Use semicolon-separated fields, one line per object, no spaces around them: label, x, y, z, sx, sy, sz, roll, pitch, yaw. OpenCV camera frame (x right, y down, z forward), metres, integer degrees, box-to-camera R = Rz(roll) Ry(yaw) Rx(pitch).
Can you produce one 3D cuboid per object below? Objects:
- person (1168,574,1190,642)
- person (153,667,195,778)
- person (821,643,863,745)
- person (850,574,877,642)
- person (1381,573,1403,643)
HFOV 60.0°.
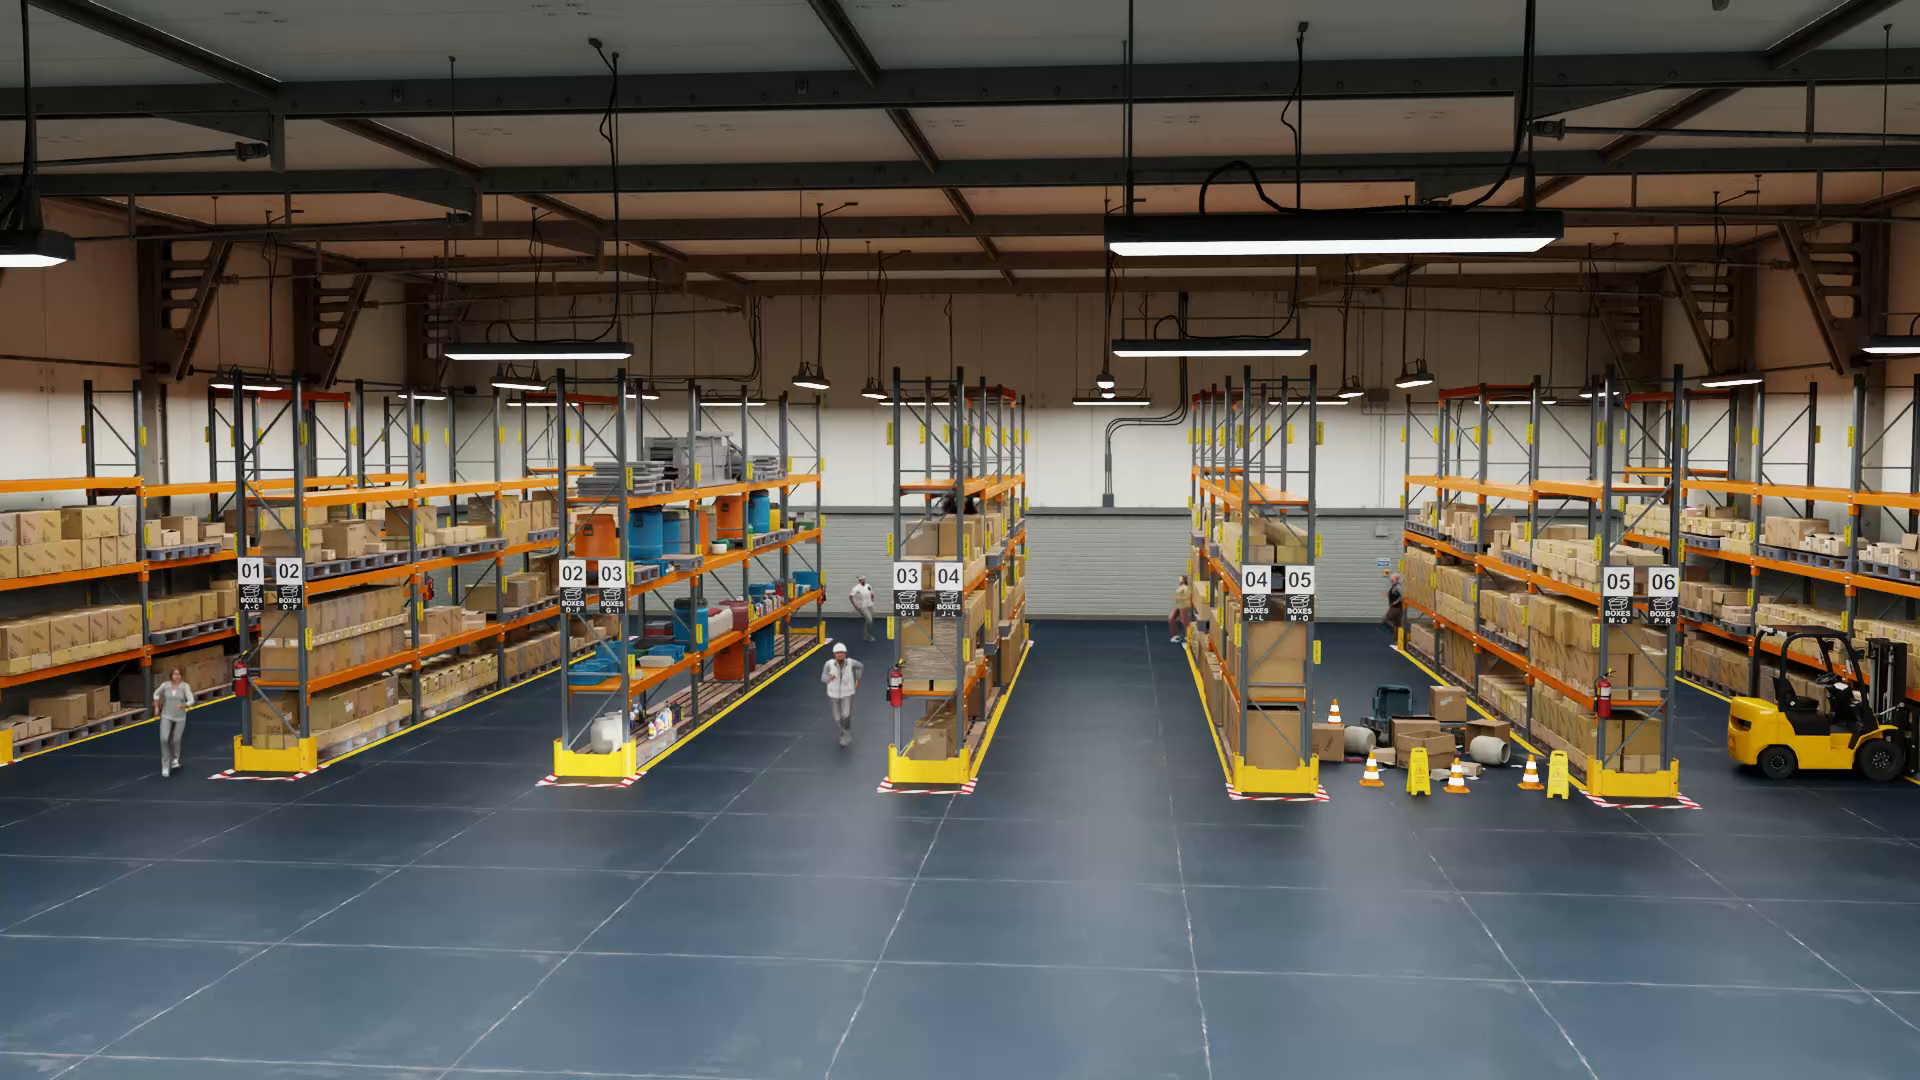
person;5.458;1.681;40.474;0.709;1.713;0.559;-1;4;-21
person;-11.681;2.686;24.734;0.551;1.626;0.744;-2;4;-25
person;-1.887;2.477;26.596;0.636;1.696;0.855;0;4;4
person;-2.336;1.665;40.602;0.631;1.697;0.652;-3;4;-37
person;10.537;1.658;40.363;0.682;1.720;0.663;1;4;18
